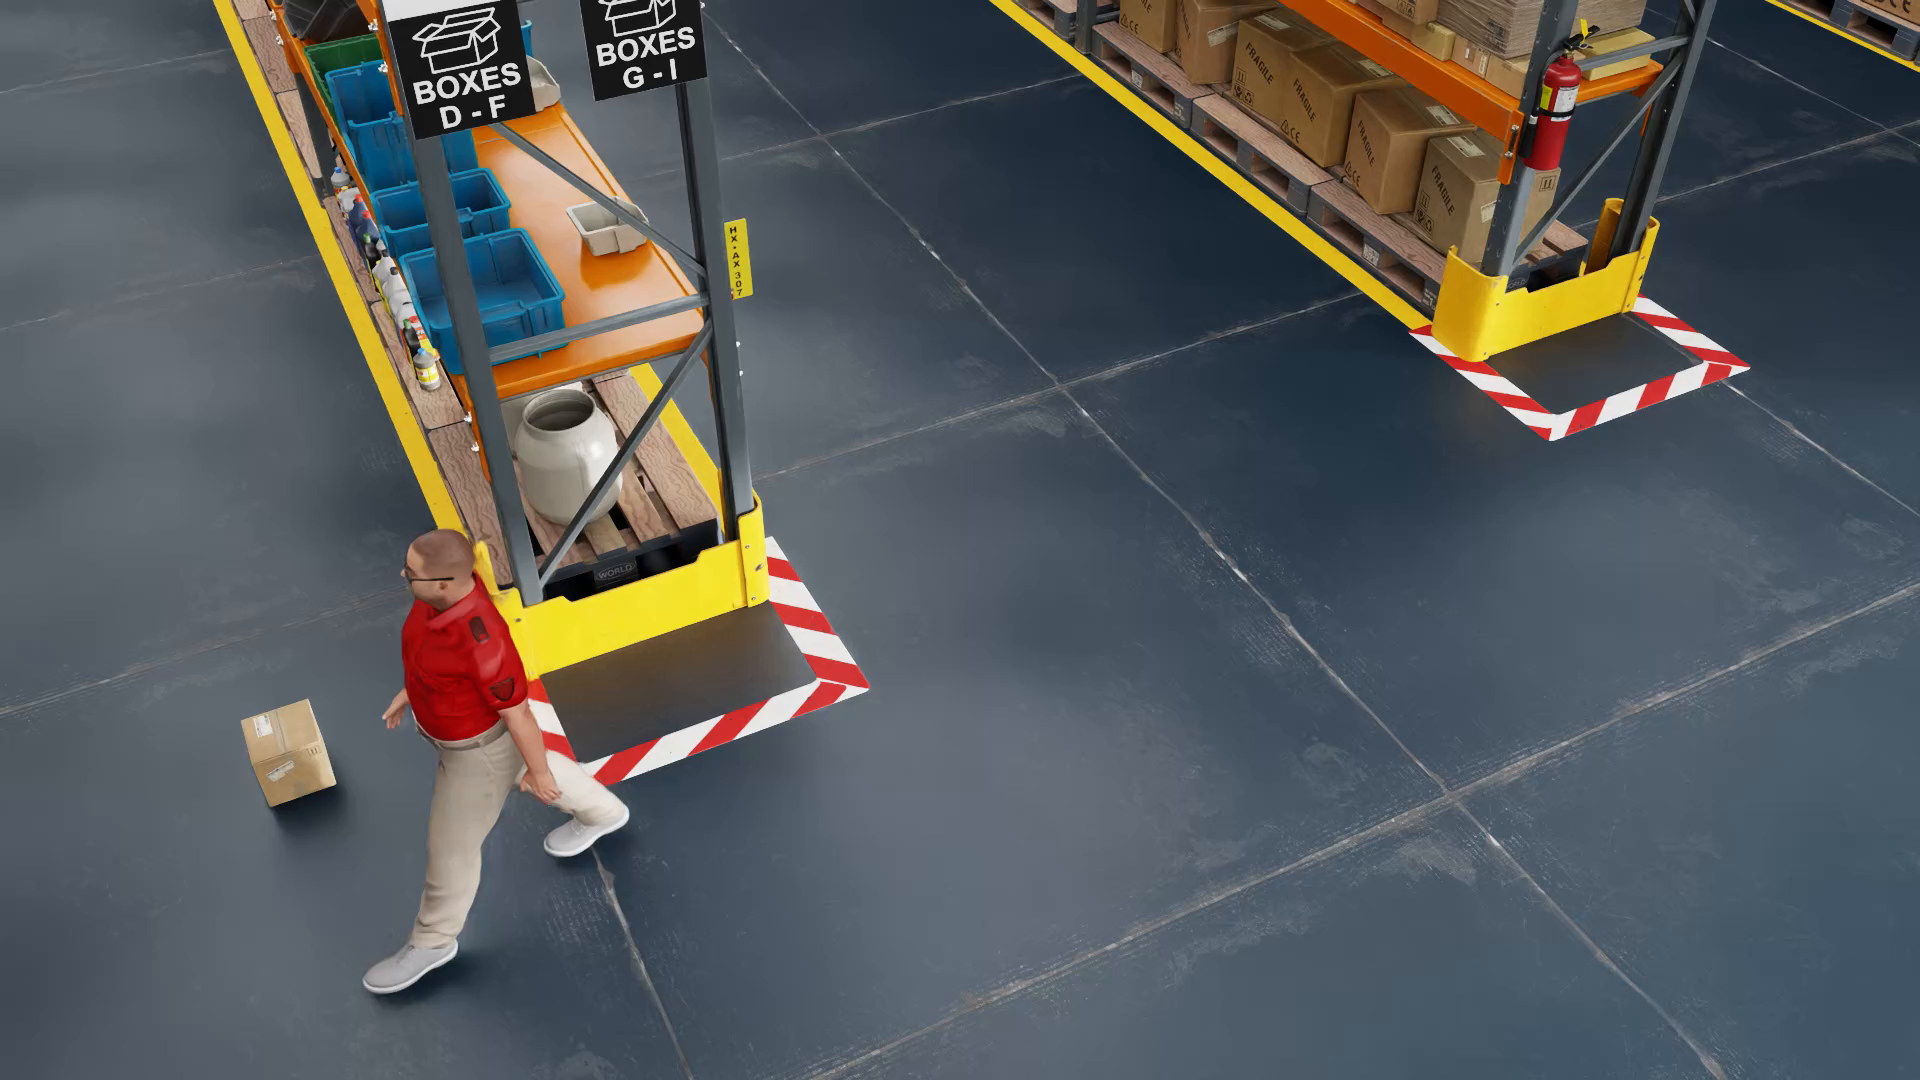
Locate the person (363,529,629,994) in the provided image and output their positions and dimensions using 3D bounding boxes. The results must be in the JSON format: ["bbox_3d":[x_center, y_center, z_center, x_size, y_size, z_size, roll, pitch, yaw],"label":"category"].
[{"bbox_3d":[-1.655,0.629,5.438,1.038,1.659,0.571,-18,44,-20],"label":"person"}]
